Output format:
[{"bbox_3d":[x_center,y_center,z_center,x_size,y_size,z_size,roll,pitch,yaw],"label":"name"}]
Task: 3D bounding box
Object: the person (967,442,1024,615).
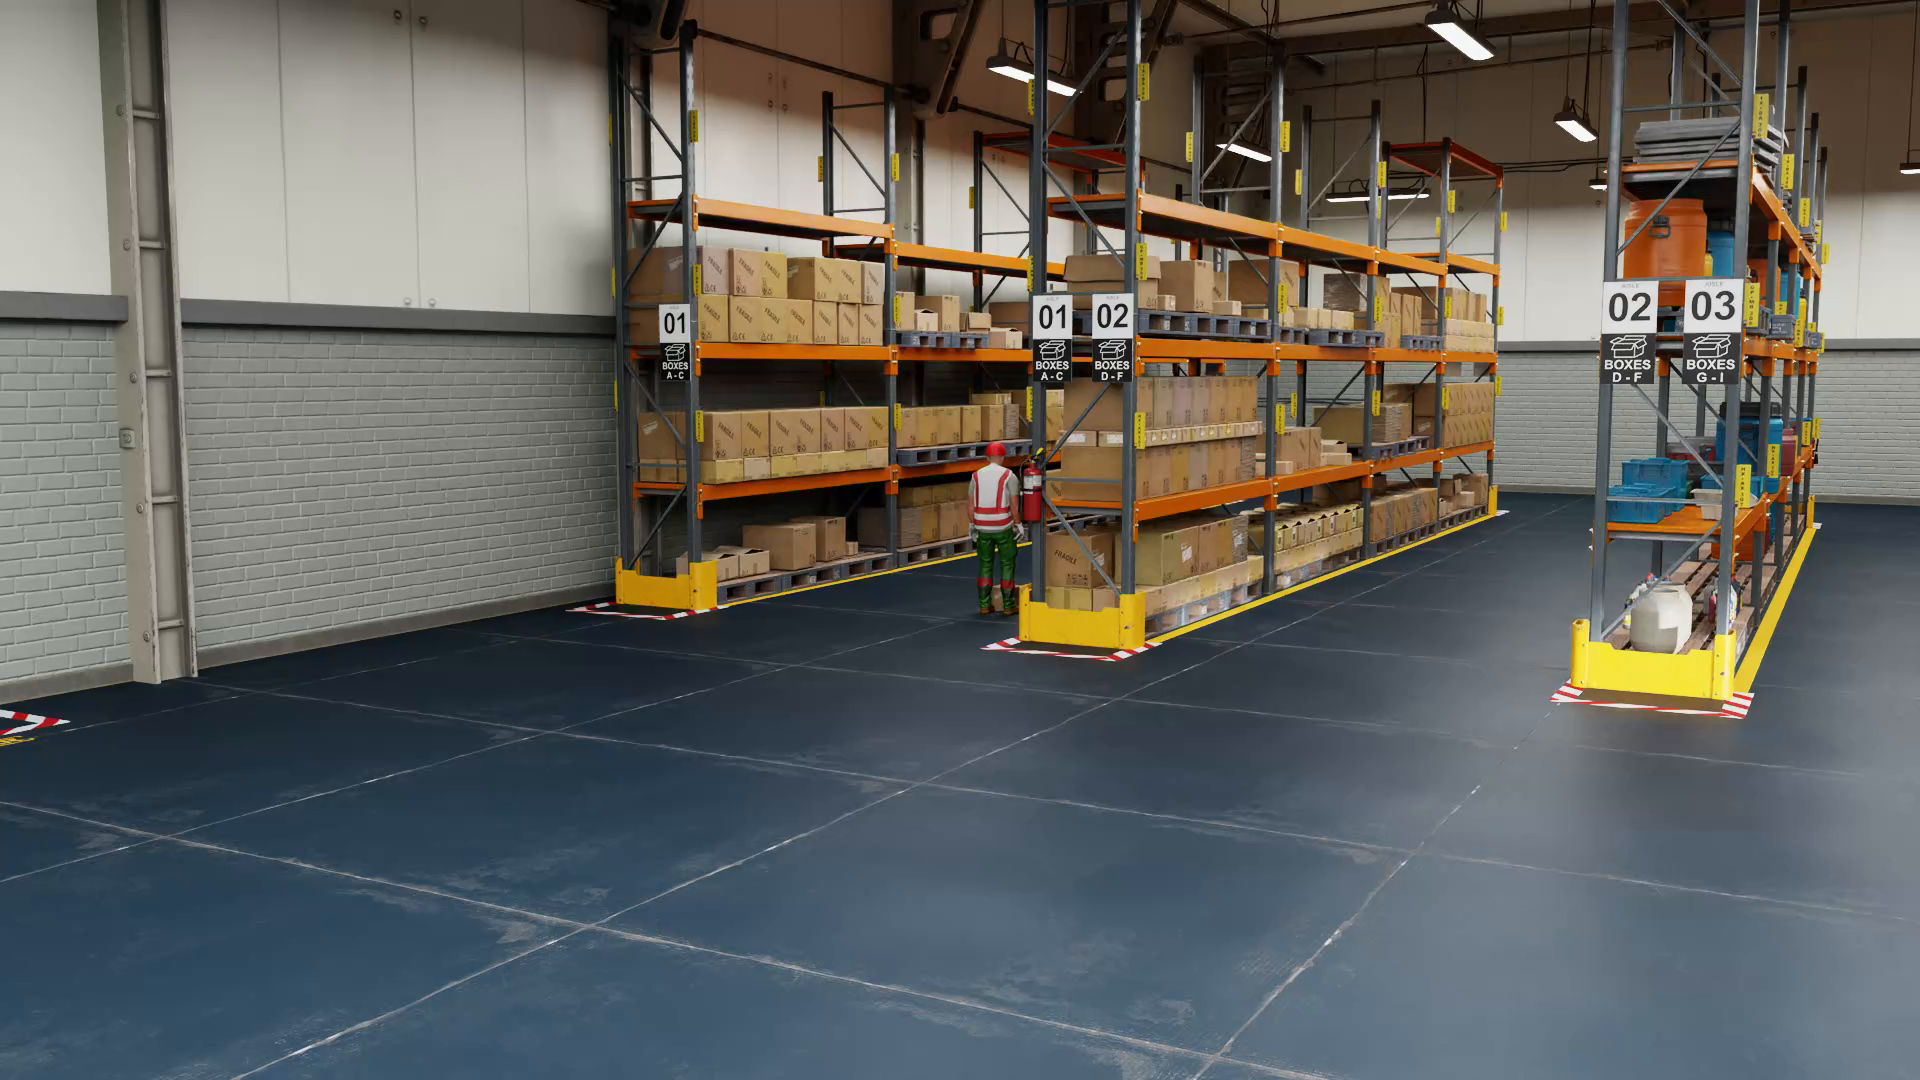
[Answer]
[{"bbox_3d":[0.371,-0.128,17.252,0.616,1.778,0.453,3,6,25],"label":"person"}]
